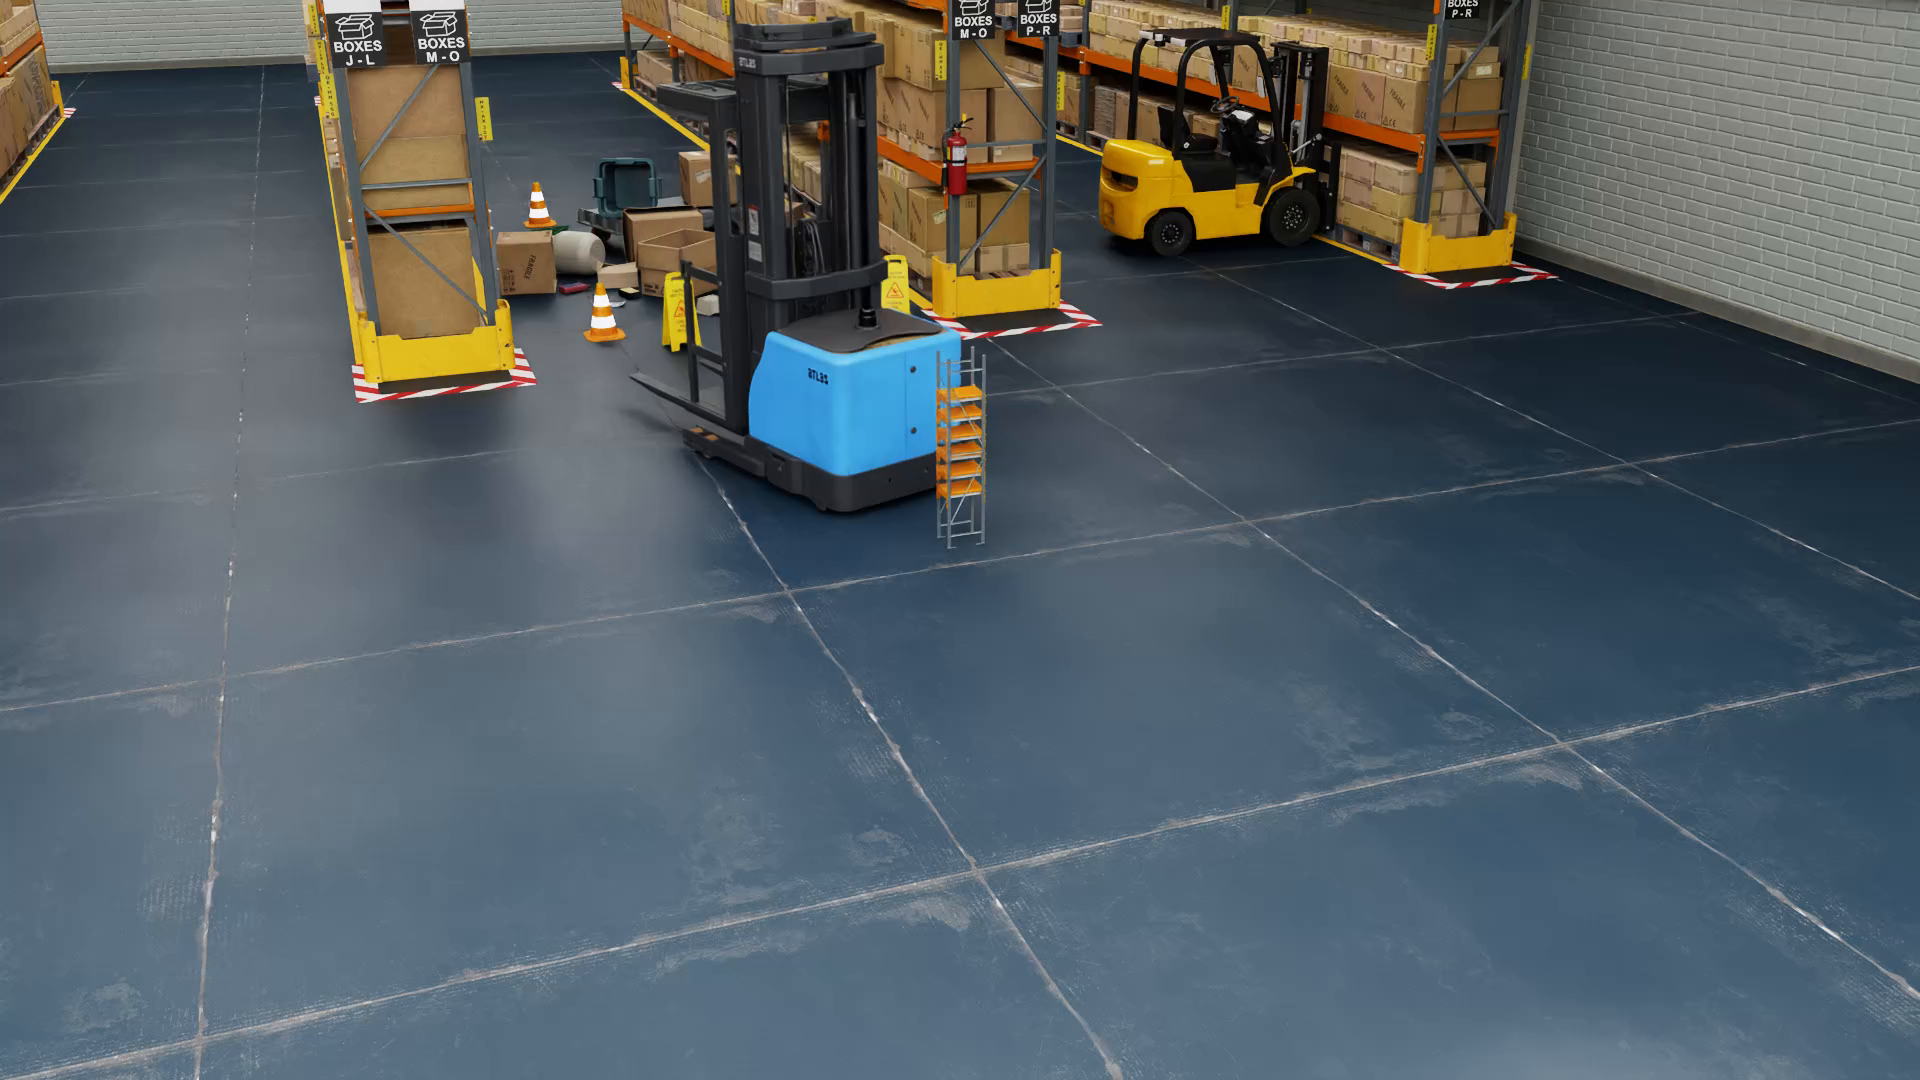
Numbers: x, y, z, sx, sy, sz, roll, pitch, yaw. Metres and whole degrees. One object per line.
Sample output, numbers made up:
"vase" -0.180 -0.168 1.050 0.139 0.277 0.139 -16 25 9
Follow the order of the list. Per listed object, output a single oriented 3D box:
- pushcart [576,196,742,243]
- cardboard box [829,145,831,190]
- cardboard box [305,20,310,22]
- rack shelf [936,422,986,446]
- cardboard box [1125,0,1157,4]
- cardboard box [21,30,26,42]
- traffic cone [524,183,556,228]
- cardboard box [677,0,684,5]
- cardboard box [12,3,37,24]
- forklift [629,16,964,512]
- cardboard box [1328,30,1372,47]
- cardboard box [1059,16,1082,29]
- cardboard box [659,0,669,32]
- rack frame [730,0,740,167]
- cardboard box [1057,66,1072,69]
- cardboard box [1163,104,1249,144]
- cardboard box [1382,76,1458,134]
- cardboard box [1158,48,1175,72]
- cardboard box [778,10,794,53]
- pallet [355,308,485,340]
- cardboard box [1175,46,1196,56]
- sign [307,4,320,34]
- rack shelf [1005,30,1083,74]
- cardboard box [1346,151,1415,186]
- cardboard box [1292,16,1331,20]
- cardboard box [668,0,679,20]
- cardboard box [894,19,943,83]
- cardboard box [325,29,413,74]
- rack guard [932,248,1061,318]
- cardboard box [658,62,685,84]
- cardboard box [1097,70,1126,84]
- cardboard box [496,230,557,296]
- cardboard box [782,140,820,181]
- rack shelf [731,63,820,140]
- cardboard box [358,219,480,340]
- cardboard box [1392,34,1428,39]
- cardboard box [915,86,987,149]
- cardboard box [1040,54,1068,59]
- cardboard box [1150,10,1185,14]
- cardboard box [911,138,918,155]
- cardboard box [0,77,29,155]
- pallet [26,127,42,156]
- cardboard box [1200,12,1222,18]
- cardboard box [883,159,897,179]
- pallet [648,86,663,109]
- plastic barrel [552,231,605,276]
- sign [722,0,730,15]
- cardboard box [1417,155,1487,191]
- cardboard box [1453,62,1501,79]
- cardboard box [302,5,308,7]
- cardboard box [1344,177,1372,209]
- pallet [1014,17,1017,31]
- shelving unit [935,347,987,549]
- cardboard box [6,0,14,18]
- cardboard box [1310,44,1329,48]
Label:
"pushcart" -3.165 -3.401 17.833 1.648 0.377 0.936 -18 29 -37
"cardboard box" -1.094 -3.961 17.819 0.500 0.500 0.500 -7 24 -16
"cardboard box" -7.746 -6.236 20.201 0.380 0.149 0.250 -9 24 -20
"rack shelf" 0.005 -0.617 9.975 0.258 0.103 0.180 -8 24 -19
"cardboard box" 2.484 -7.330 22.816 0.380 0.149 0.250 -8 24 -17
"cardboard box" -13.586 -7.185 23.759 0.380 0.149 0.250 -8 24 -18
"traffic cone" -4.706 -3.750 18.550 0.336 0.463 0.334 -8 24 -19
"cardboard box" -3.783 -7.973 23.889 0.500 0.500 0.500 -8 24 -19
"cardboard box" -14.140 -7.869 24.867 0.500 0.250 0.500 -9 24 -20
"forklift" -1.299 -2.027 11.286 1.130 2.935 3.031 -18 29 -36
"cardboard box" 4.135 -5.309 17.637 0.380 0.149 0.250 -8 24 -18
"cardboard box" 1.589 -7.340 23.584 0.380 0.149 0.250 -8 24 -18
"cardboard box" -4.279 -8.026 25.302 0.500 0.500 0.500 -8 24 -19
"rack frame" -2.462 -6.393 21.557 1.000 3.000 0.127 -8 24 -19
"cardboard box" 1.452 -6.950 24.721 0.380 0.149 0.250 -9 24 -20
"cardboard box" 3.131 -5.193 21.225 0.875 0.625 0.625 -9 24 -20
"cardboard box" 4.586 -4.358 16.599 0.500 0.500 0.500 -9 24 -20
"cardboard box" 2.841 -6.067 20.976 0.500 0.250 0.500 -8 24 -19
"cardboard box" -1.780 -5.821 19.147 0.500 0.500 0.500 -7 24 -17
"pallet" -4.587 -1.765 14.167 1.003 0.211 1.213 -8 24 -19
"cardboard box" 2.992 -6.113 20.441 0.500 0.250 0.500 -9 24 -20
"sign" -7.562 -6.097 19.464 0.100 0.325 0.005 -8 24 -19
"rack shelf" 1.473 -7.471 25.040 1.077 0.370 4.000 -8 24 -19
"cardboard box" 4.366 -3.865 17.271 0.500 0.250 0.500 -8 24 -18
"cardboard box" 4.038 -5.933 19.118 0.380 0.149 0.250 -9 24 -20
"cardboard box" -3.984 -7.809 24.466 0.500 0.250 0.500 -9 24 -21
"cardboard box" -0.193 -4.471 15.197 0.700 0.500 0.500 -8 24 -18
"cardboard box" -5.181 -4.253 14.895 0.875 0.550 0.550 -8 24 -19
"rack guard" 0.337 -2.362 15.211 1.175 0.500 0.348 -8 24 -19
"cardboard box" -4.314 -7.428 26.769 0.875 0.438 0.875 -9 25 -21
"cardboard box" 2.218 -6.749 24.243 0.380 0.149 0.250 -8 24 -17
"cardboard box" -4.136 -2.650 15.891 0.500 0.500 0.500 -4 23 -10
"cardboard box" -1.741 -4.626 20.206 0.950 0.372 0.625 -8 24 -17
"rack shelf" -1.756 -5.335 19.972 1.077 0.370 4.000 -8 24 -19
"cardboard box" -4.533 -2.222 13.856 0.875 0.875 0.875 -8 24 -19
"cardboard box" 4.730 -5.180 17.332 0.380 0.149 0.250 -8 24 -17
"cardboard box" -0.086 -3.829 14.961 0.500 0.500 0.500 -9 24 -20
"cardboard box" 1.474 -7.504 26.035 0.380 0.149 0.250 -10 25 -22
"cardboard box" 2.665 -6.716 21.358 0.380 0.149 0.250 -8 24 -19
"cardboard box" -0.232 -3.650 15.372 0.380 0.149 0.250 -9 24 -20
"cardboard box" -12.902 -5.472 21.565 1.225 0.875 0.875 -8 24 -19
"pallet" -13.342 -5.489 23.002 1.003 0.211 1.213 -8 24 -19
"cardboard box" 3.268 -6.595 21.071 0.380 0.149 0.250 -9 24 -19
"cardboard box" -0.533 -3.625 16.187 0.380 0.149 0.250 -7 24 -17
"pallet" -4.506 -7.293 27.281 1.003 0.211 1.213 -8 24 -19
"plastic barrel" -3.809 -2.835 16.432 0.512 0.421 0.421 8 24 18
"sign" -2.981 -6.850 21.148 0.100 0.325 0.005 -8 24 -19
"cardboard box" 5.013 -3.757 17.013 0.500 0.250 0.500 -9 24 -20
"cardboard box" 5.129 -4.673 16.511 0.380 0.149 0.250 -9 24 -20
"cardboard box" -8.484 -6.992 21.993 0.380 0.149 0.250 -9 24 -20
"cardboard box" 4.374 -3.644 17.388 0.500 0.250 0.500 -9 24 -20
"pallet" 1.488 -7.693 24.888 1.003 0.211 1.213 -8 24 -19
"shelving unit" 0.005 -0.548 10.004 0.258 1.200 0.189 -8 24 -19
"cardboard box" -13.432 -7.478 22.975 0.500 0.500 0.500 -9 25 -21
"cardboard box" 3.987 -5.251 17.882 0.380 0.149 0.250 -9 24 -20
